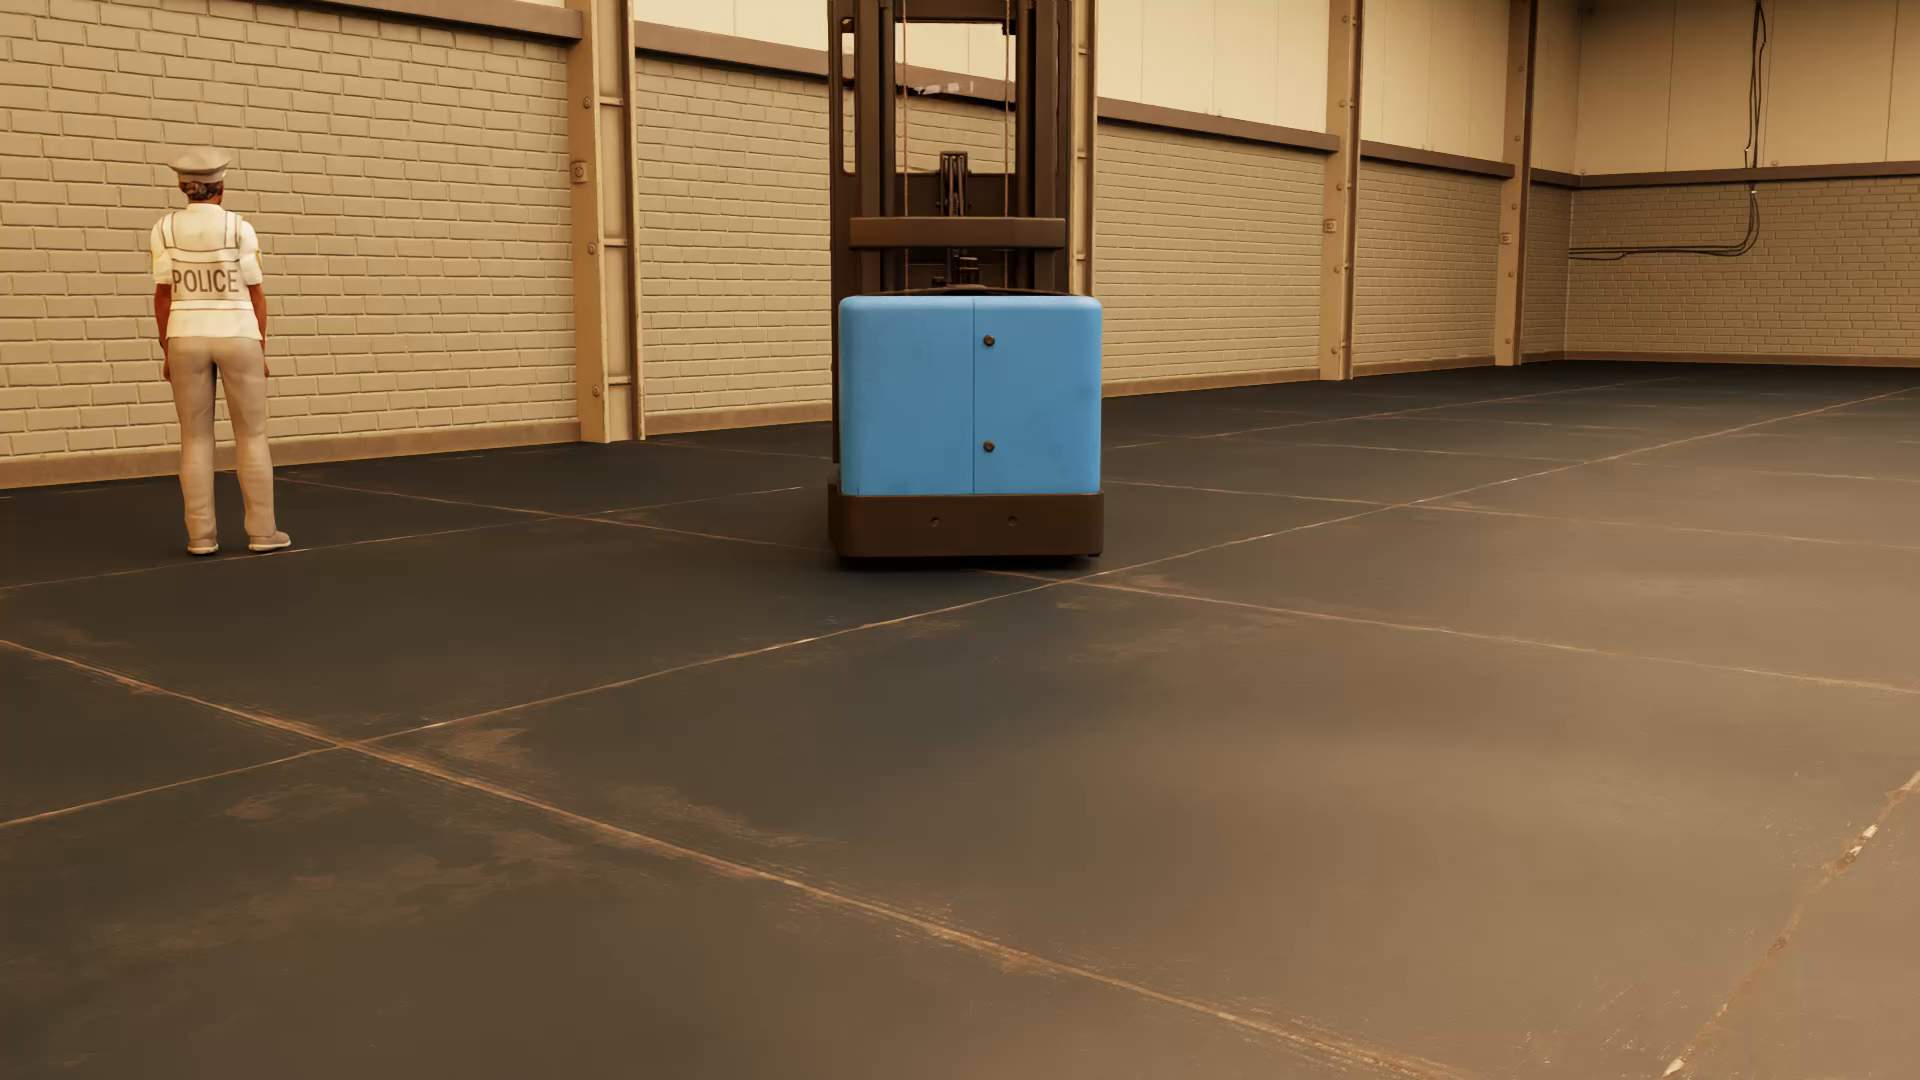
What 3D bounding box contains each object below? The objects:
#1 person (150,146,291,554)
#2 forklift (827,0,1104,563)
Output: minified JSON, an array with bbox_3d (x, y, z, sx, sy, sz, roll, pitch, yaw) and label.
[{"bbox_3d":[-3.102,-0.786,6.959,0.452,1.690,0.352,-2,9,-16],"label":"person"},{"bbox_3d":[-0.066,-1.535,7.769,1.130,2.935,3.031,-1,8,-5],"label":"forklift"}]
